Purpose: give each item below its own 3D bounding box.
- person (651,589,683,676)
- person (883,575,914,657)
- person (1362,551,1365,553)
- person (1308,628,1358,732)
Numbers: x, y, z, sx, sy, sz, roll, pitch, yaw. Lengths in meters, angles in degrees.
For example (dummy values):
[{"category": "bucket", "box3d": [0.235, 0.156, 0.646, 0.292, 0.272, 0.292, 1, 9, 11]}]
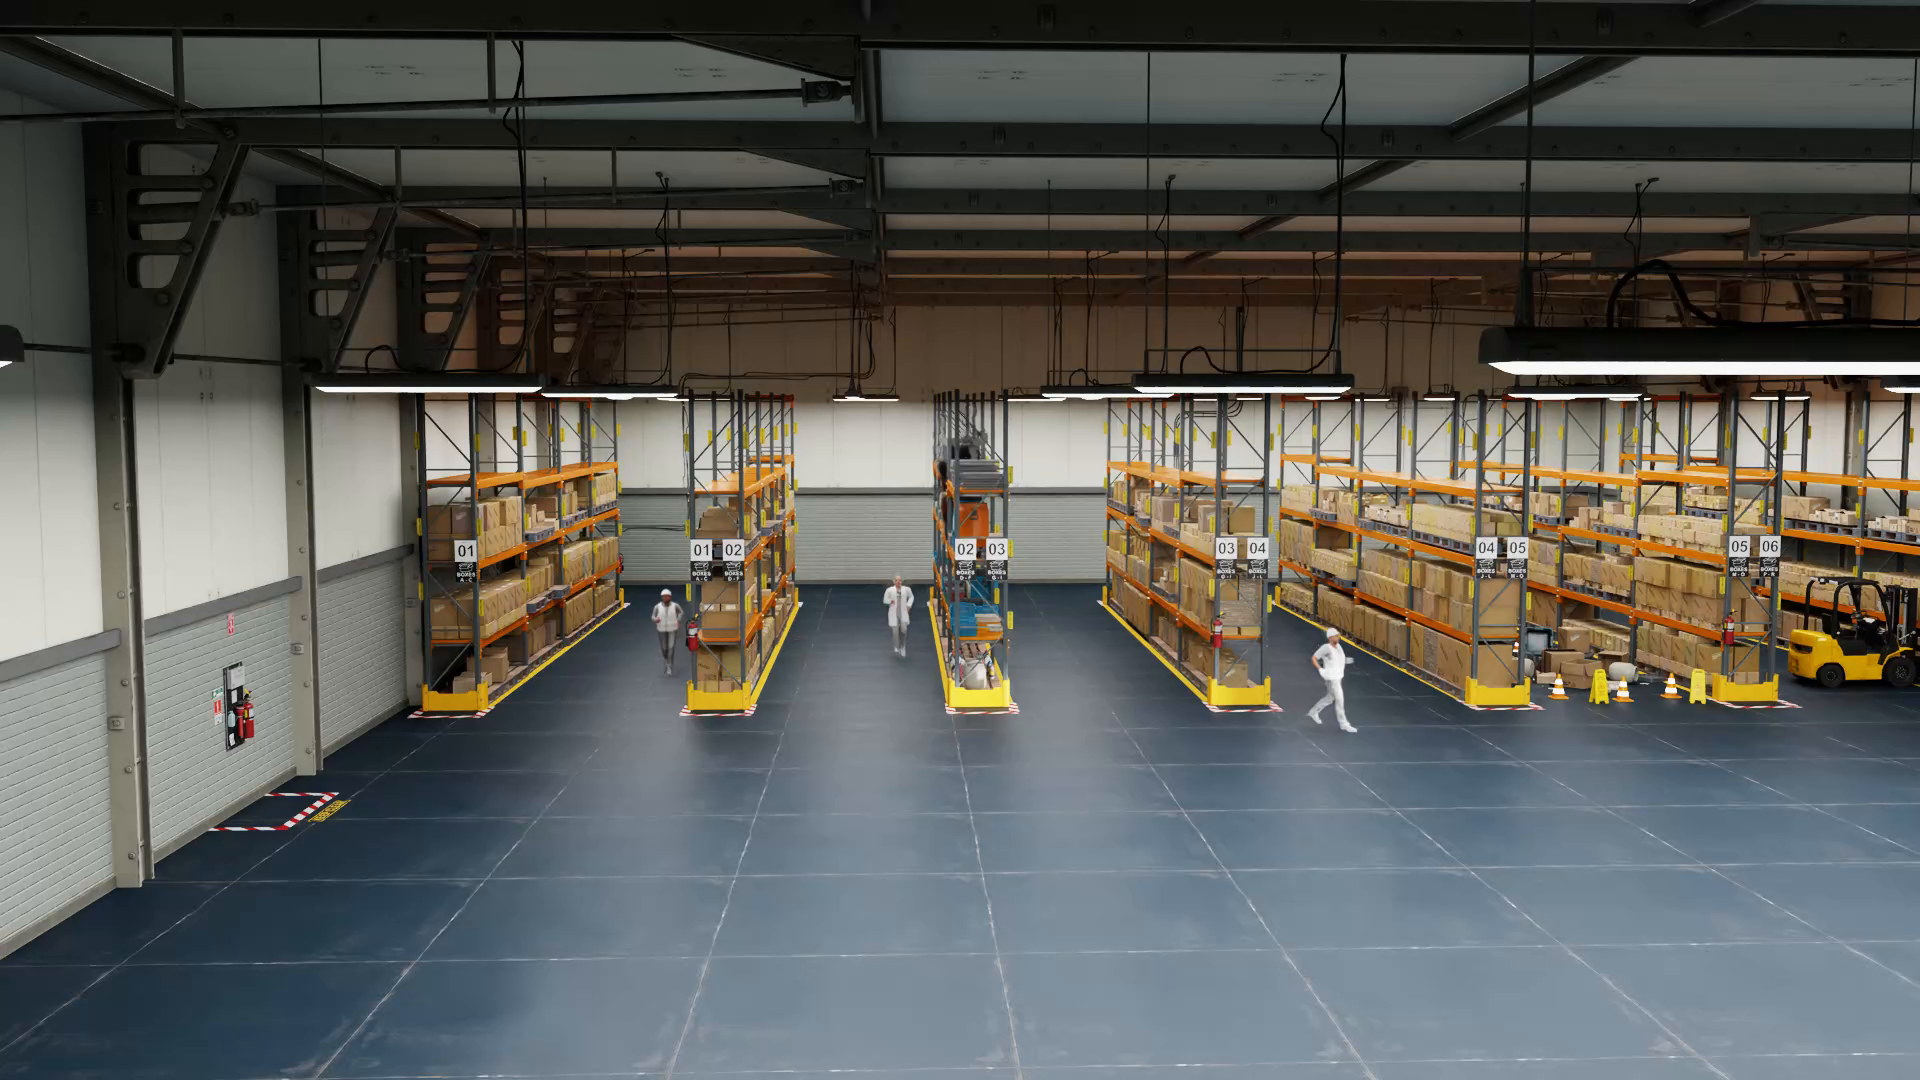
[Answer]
[{"category": "person", "box3d": [-6.243, 1.936, 35.455, 0.658, 1.789, 0.955, 0, 5, -4]}, {"category": "person", "box3d": [-1.360, 1.697, 37.054, 0.687, 1.805, 0.714, 0, 5, -4]}, {"category": "person", "box3d": [11.344, 1.101, 46.802, 0.593, 1.616, 0.588, -1, 5, -14]}, {"category": "person", "box3d": [6.538, 2.425, 29.141, 0.992, 1.775, 0.683, 3, 6, 36]}]
